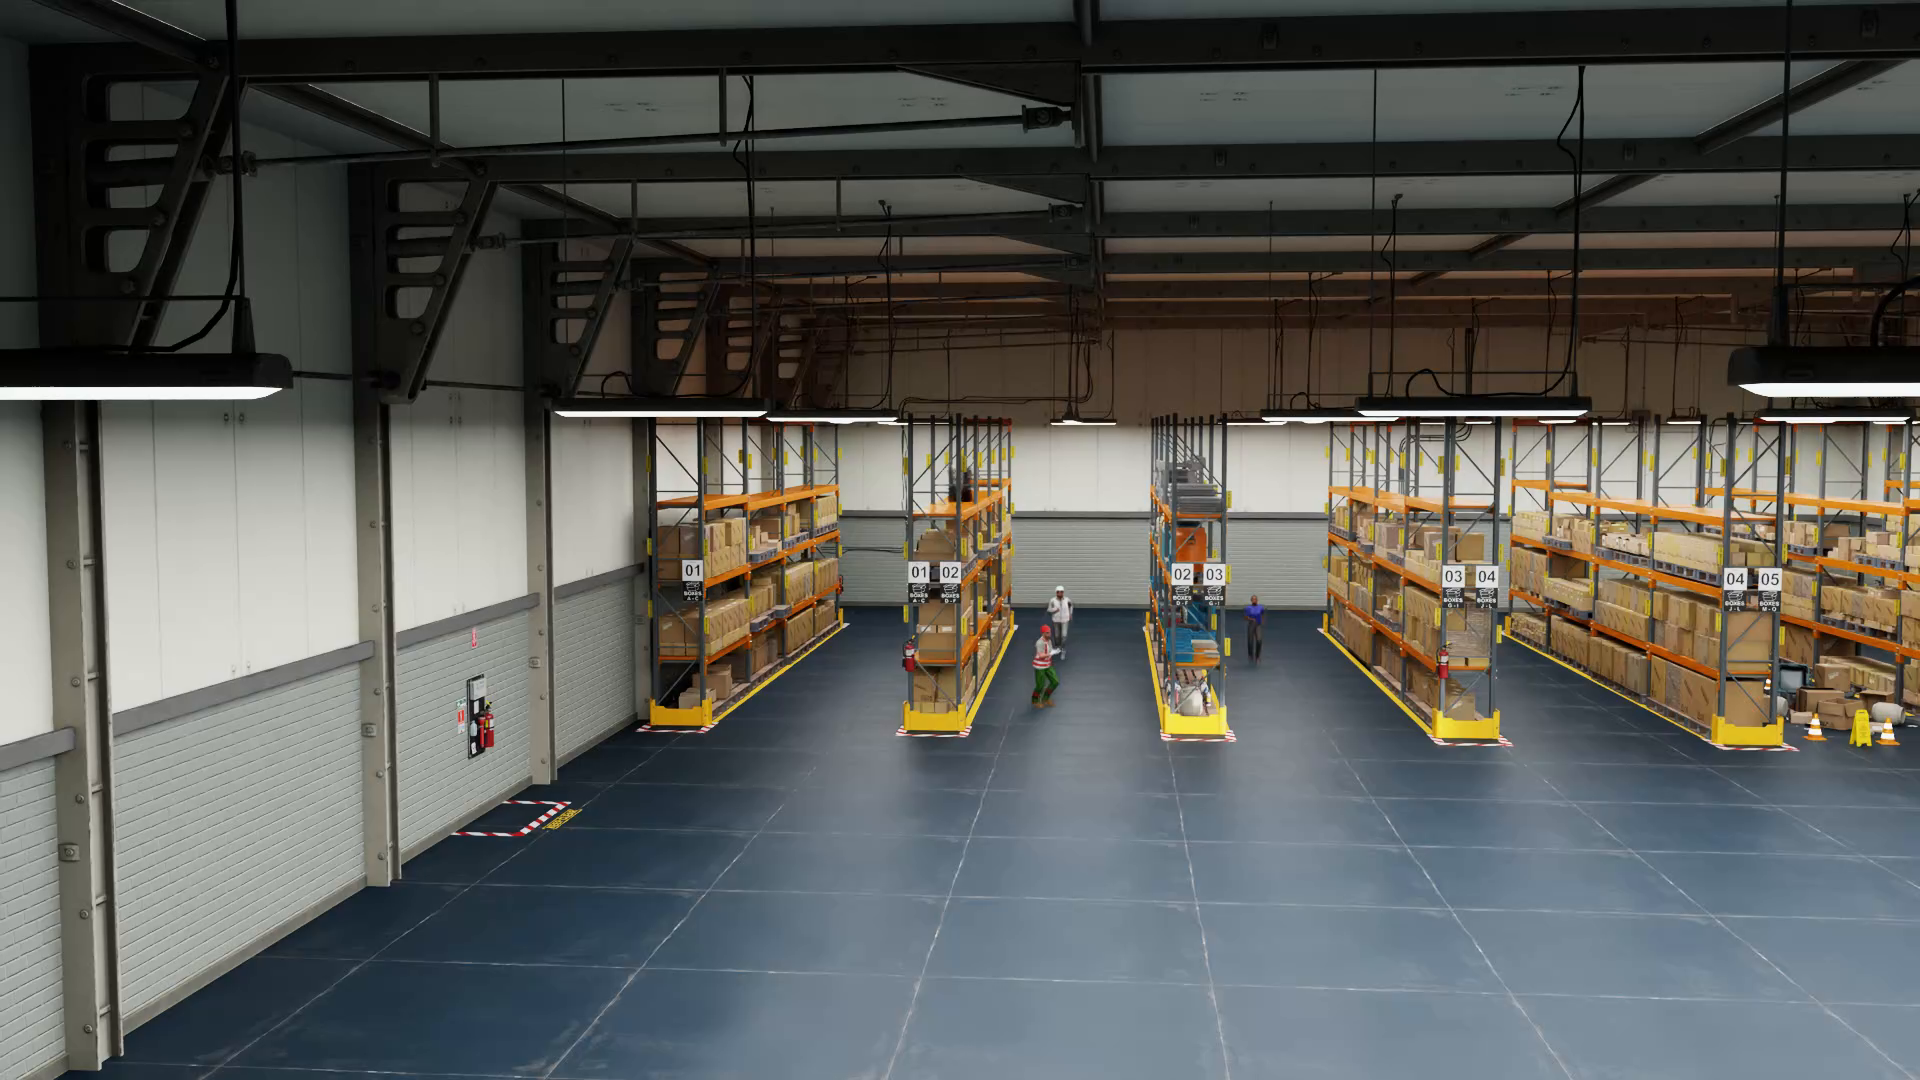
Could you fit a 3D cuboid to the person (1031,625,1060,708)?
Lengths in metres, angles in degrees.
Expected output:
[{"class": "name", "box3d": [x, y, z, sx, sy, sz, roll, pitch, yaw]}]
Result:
[{"class": "person", "box3d": [1.693, 2.588, 33.784, 0.578, 1.742, 0.873, -4, 5, -44]}]

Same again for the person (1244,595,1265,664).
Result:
[{"class": "person", "box3d": [7.189, 2.185, 40.536, 0.552, 1.680, 0.808, 0, 4, 2]}]

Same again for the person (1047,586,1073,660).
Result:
[{"class": "person", "box3d": [2.494, 2.045, 41.396, 0.633, 1.827, 0.866, 0, 4, 3]}]
